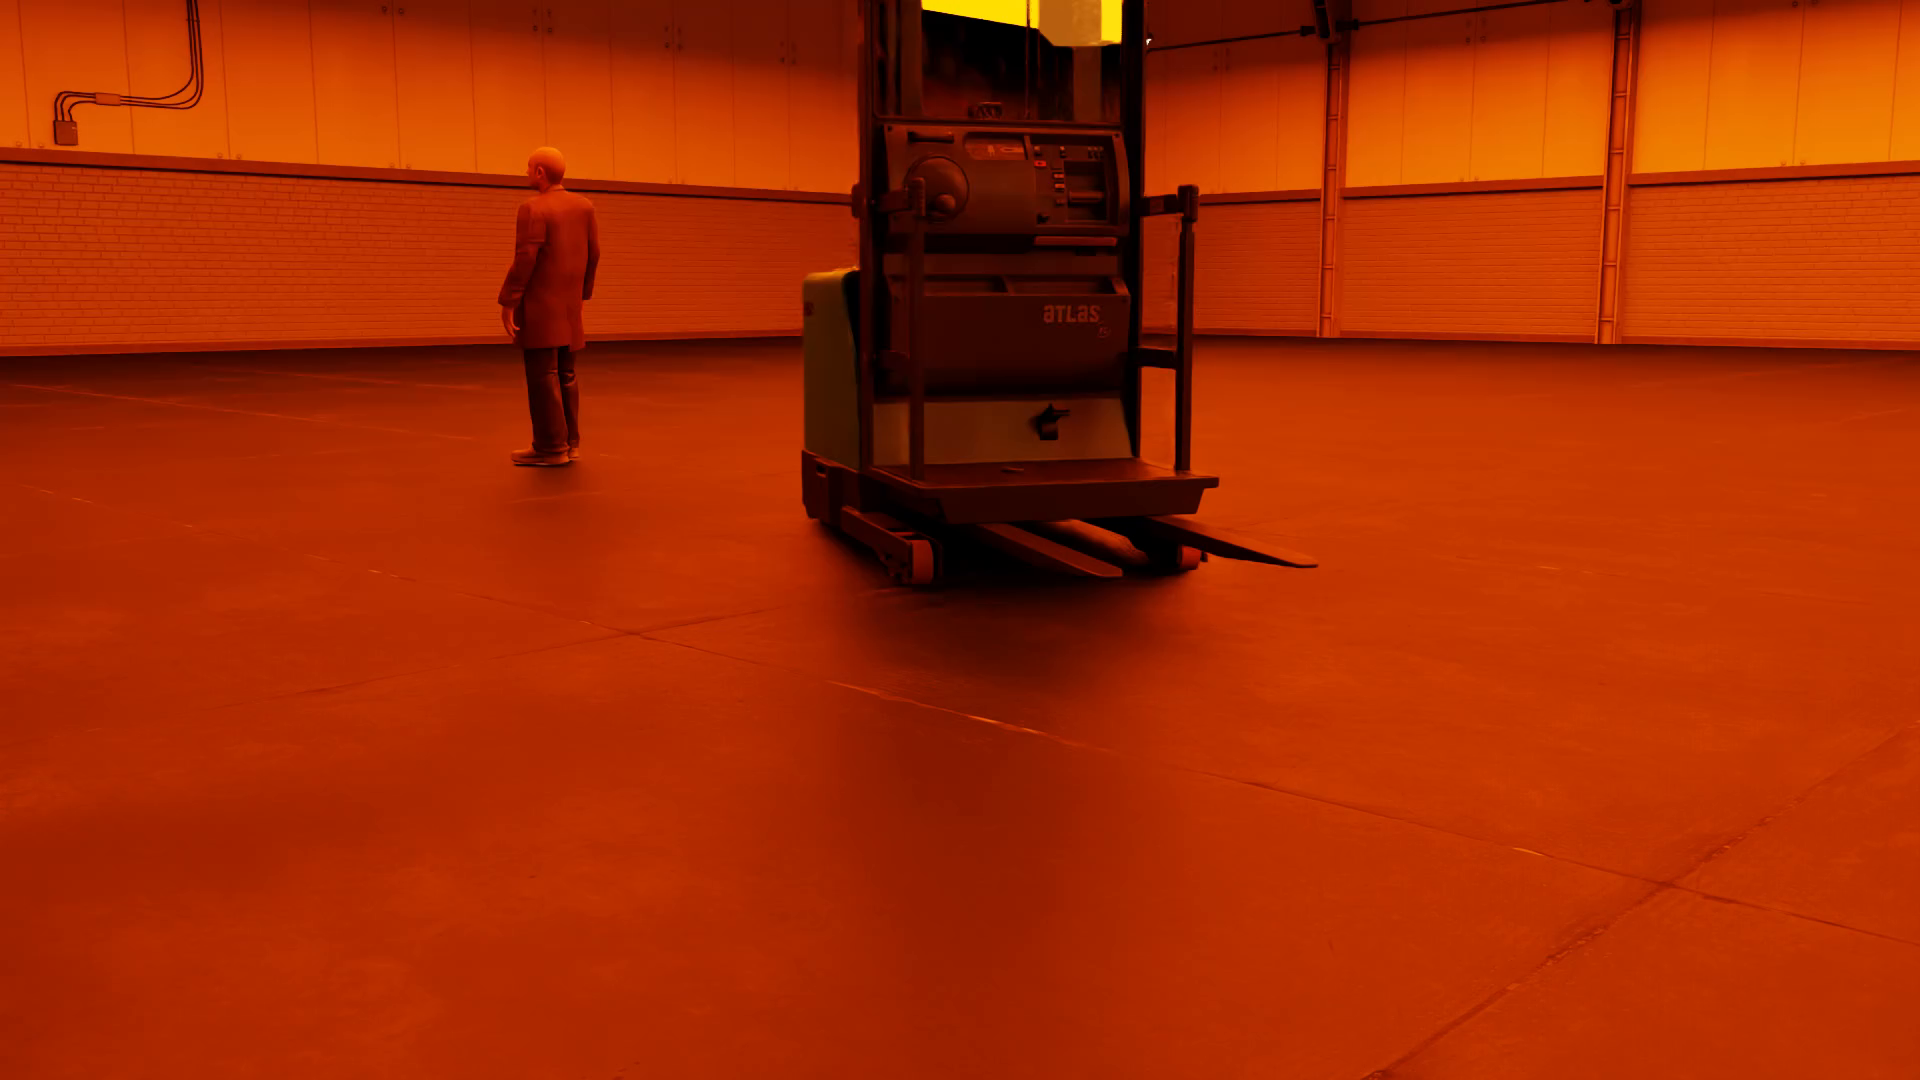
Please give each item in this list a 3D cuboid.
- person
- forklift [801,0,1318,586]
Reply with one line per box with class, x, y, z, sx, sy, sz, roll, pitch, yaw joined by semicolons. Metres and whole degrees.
person;-2.418;-1.324;9.492;0.580;1.777;0.698;5;10;29
forklift;0.242;-1.357;5.886;1.130;2.935;3.031;-3;9;-18
